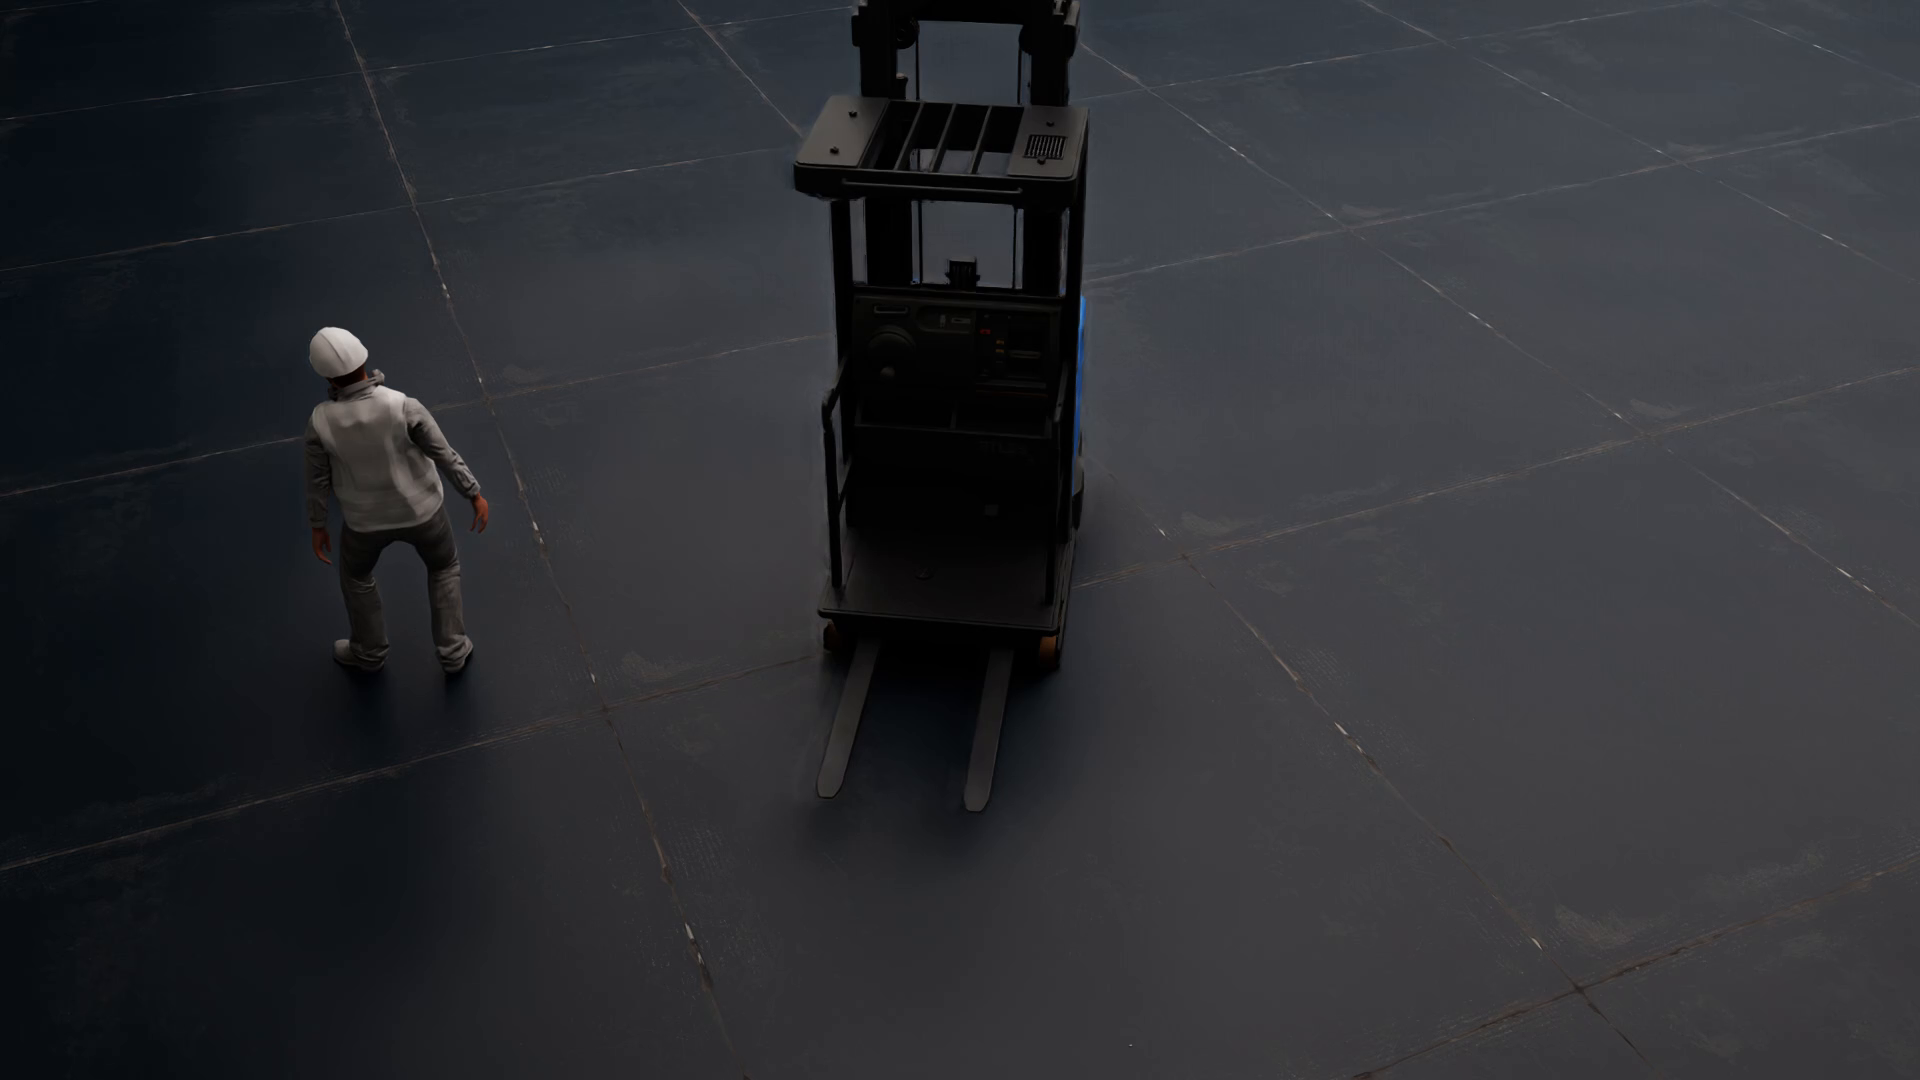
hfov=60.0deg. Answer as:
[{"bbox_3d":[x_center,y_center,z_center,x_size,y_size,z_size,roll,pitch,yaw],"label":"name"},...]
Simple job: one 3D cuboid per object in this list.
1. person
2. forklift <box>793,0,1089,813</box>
[{"bbox_3d":[-2.523,-0.147,7.343,0.851,1.726,0.427,-6,36,-9],"label":"person"},{"bbox_3d":[-0.046,-0.811,7.239,1.130,2.935,3.031,4,36,6],"label":"forklift"}]
